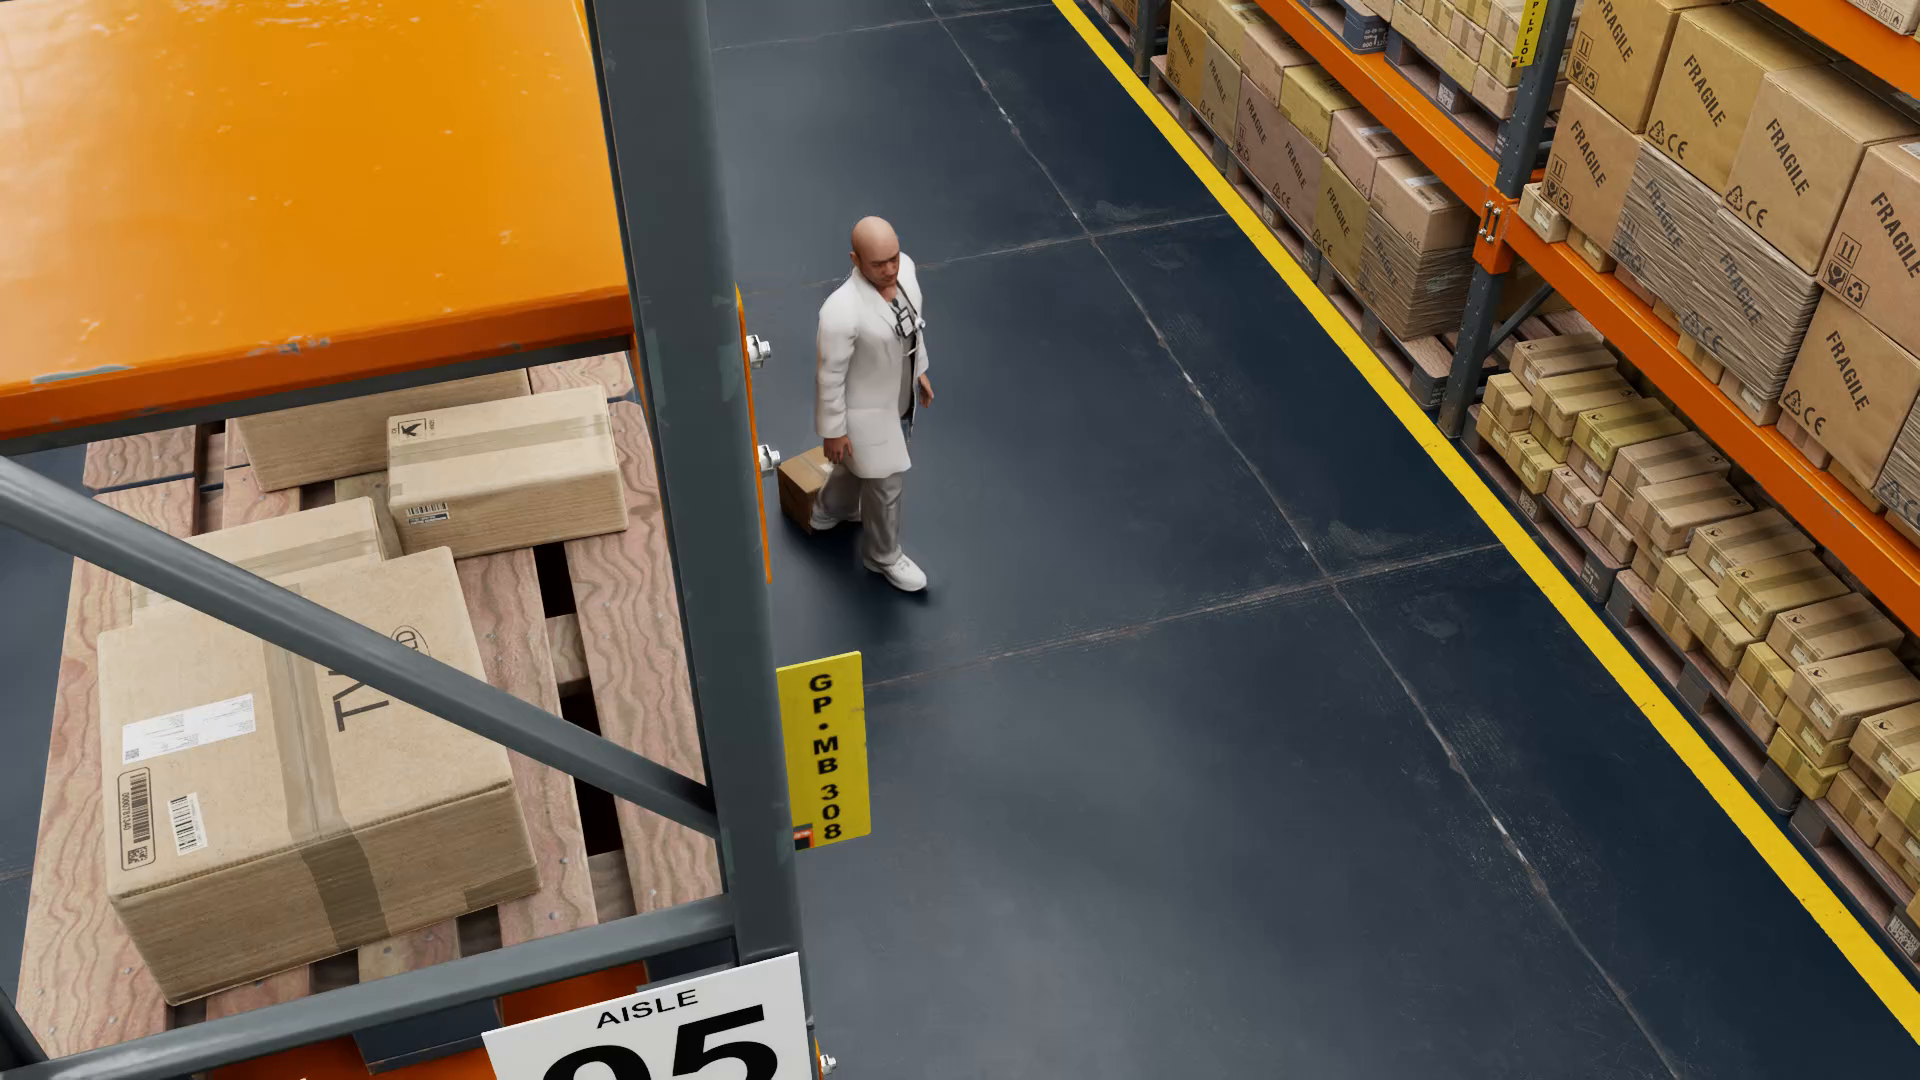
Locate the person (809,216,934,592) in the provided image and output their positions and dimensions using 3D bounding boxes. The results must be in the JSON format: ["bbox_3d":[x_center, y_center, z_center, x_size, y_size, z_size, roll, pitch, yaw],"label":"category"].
[{"bbox_3d":[-0.394,-0.585,6.827,0.665,1.769,0.616,19,45,20],"label":"person"}]
